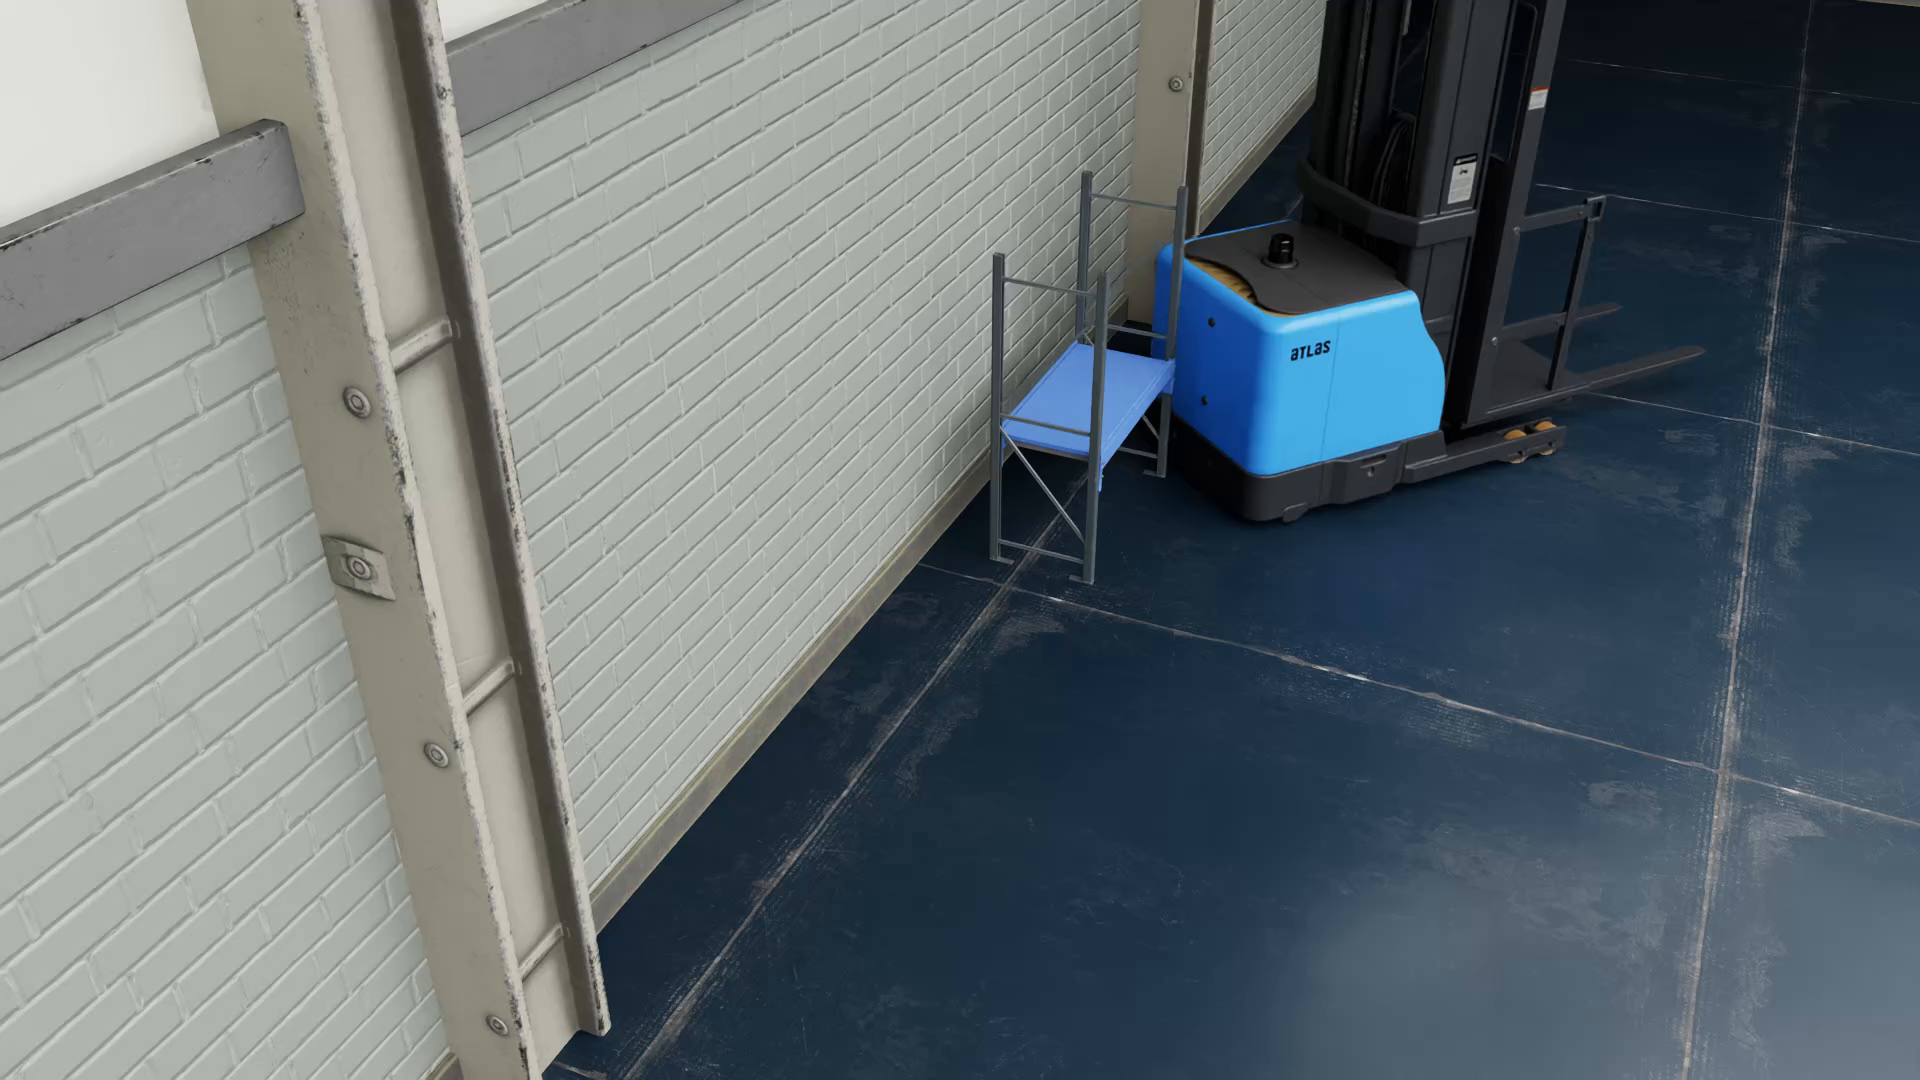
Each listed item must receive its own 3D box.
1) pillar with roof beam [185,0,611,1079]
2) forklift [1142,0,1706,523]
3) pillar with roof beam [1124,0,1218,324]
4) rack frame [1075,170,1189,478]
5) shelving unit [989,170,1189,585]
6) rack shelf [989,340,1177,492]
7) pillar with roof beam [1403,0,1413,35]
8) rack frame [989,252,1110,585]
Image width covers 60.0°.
[{"bbox_3d":[2.567,-1.149,1.295,9.100,9.000,0.400,14,36,20],"label":"pillar with roof beam"},{"bbox_3d":[2.484,-1.854,7.904,3.031,2.935,1.130,-15,36,-21],"label":"forklift"},{"bbox_3d":[5.077,-4.137,5.853,9.100,9.000,0.400,14,36,20],"label":"pillar with roof beam"},{"bbox_3d":[0.787,-0.996,7.901,0.500,1.500,0.032,14,36,20],"label":"rack frame"},{"bbox_3d":[0.577,-0.742,7.514,0.538,1.500,1.048,14,36,20],"label":"shelving unit"},{"bbox_3d":[0.577,-0.592,7.613,0.538,0.185,1.000,14,36,20],"label":"rack shelf"},{"bbox_3d":[7.587,-7.125,10.410,9.100,9.000,0.400,14,36,20],"label":"pillar with roof beam"},{"bbox_3d":[0.367,-0.488,7.127,0.500,1.500,0.032,14,36,20],"label":"rack frame"}]
